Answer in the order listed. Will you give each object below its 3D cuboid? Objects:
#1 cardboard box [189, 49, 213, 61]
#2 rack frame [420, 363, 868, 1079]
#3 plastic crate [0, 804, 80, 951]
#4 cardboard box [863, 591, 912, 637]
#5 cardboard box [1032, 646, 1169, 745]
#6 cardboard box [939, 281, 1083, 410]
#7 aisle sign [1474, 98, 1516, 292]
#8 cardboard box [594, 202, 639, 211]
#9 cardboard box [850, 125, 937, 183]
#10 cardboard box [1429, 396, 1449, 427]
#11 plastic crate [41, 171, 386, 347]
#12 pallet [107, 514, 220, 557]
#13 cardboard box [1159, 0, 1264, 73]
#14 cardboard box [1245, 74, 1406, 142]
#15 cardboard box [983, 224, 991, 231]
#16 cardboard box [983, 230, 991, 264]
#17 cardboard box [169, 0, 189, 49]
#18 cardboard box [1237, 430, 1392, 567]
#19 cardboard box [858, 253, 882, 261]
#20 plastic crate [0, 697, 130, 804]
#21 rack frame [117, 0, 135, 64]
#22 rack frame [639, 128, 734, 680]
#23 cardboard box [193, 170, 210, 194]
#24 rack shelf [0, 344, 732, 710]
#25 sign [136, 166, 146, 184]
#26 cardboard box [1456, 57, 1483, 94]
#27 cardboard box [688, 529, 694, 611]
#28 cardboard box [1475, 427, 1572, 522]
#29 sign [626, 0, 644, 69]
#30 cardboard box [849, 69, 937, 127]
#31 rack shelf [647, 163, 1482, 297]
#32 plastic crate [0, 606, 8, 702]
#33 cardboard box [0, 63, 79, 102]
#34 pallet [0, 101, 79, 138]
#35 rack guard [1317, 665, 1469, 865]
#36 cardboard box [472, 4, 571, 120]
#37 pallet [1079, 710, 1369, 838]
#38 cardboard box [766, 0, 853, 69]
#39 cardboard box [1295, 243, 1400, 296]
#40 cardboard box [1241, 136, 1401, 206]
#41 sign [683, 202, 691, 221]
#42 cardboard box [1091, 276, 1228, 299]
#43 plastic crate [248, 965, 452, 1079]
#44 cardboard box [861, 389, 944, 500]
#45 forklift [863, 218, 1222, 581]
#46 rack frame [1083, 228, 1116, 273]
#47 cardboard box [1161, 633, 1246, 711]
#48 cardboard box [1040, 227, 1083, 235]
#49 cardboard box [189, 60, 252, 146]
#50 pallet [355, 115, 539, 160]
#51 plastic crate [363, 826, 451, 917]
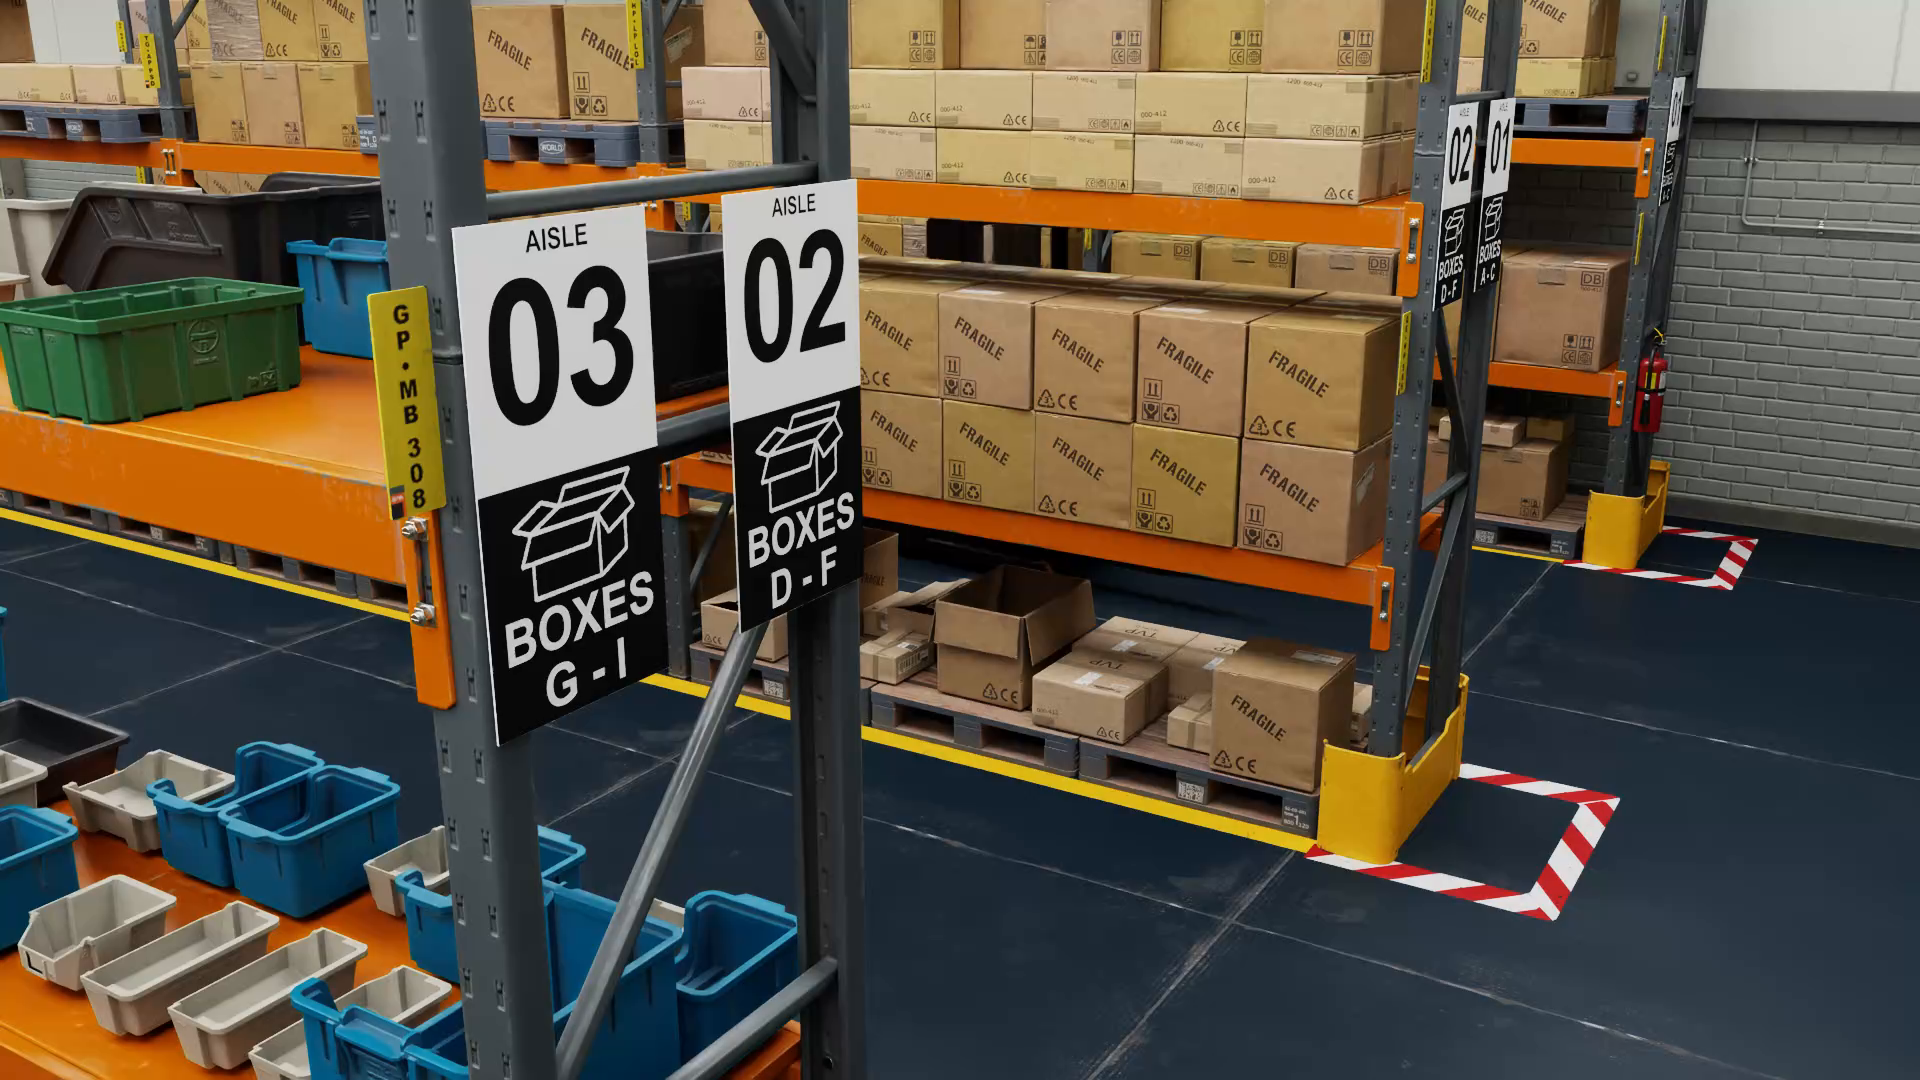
[{"bbox_3d":[-7.927,-5.047,17.967,0.500,0.500,0.500,11,20,33],"label":"cardboard box"},{"bbox_3d":[-0.516,1.052,3.257,0.127,3.000,1.000,10,20,30],"label":"rack frame"},{"bbox_3d":[-2.400,0.854,4.092,0.300,0.233,0.416,10,20,30],"label":"plastic crate"},{"bbox_3d":[-0.344,0.429,9.455,0.250,0.149,0.380,10,20,30],"label":"cardboard box"},{"bbox_3d":[0.694,0.757,8.201,0.500,0.250,0.500,10,20,30],"label":"cardboard box"},{"bbox_3d":[0.244,-0.933,7.898,0.500,0.500,0.500,11,20,32],"label":"cardboard box"},{"bbox_3d":[2.292,-1.481,7.122,0.004,0.787,0.394,10,20,30],"label":"aisle sign"},{"bbox_3d":[-3.044,-3.024,15.747,0.500,0.500,0.700,8,19,25],"label":"cardboard box"},{"bbox_3d":[-0.195,-1.857,7.932,0.500,0.250,0.500,10,20,30],"label":"cardboard box"},{"bbox_3d":[3.586,-0.944,12.291,0.250,0.149,0.380,10,20,31],"label":"cardboard box"},{"bbox_3d":[-1.674,-0.654,3.819,0.767,0.338,0.504,10,20,30],"label":"plastic crate"},{"bbox_3d":[-5.418,-0.192,12.149,1.213,0.211,1.003,10,20,30],"label":"pallet"},{"bbox_3d":[1.252,-2.307,7.262,0.500,0.500,0.700,10,20,30],"label":"cardboard box"},{"bbox_3d":[1.509,-1.792,6.857,0.500,0.250,0.500,10,20,30],"label":"cardboard box"},{"bbox_3d":[0.298,-2.657,13.457,0.500,0.250,0.500,11,20,31],"label":"cardboard box"},{"bbox_3d":[0.295,-2.293,13.550,0.500,0.500,0.500,10,20,31],"label":"cardboard box"},{"bbox_3d":[-8.363,-5.599,18.065,0.500,0.500,0.500,10,19,29],"label":"cardboard box"},{"bbox_3d":[1.556,-0.223,7.282,0.500,0.500,0.500,11,20,32],"label":"cardboard box"},{"bbox_3d":[-0.762,-1.296,9.095,0.500,0.500,0.500,10,20,30],"label":"cardboard box"},{"bbox_3d":[-2.830,0.650,4.950,0.590,0.125,0.437,10,20,30],"label":"plastic crate"},{"bbox_3d":[-8.965,-6.706,18.475,0.127,3.000,1.000,10,20,30],"label":"rack frame"},{"bbox_3d":[-1.329,-0.783,9.297,0.127,3.000,1.000,10,20,30],"label":"rack frame"},{"bbox_3d":[-8.299,-3.907,18.517,0.500,0.500,0.500,10,20,30],"label":"cardboard box"},{"bbox_3d":[-2.220,-0.343,3.927,4.000,0.370,1.077,10,20,30],"label":"rack shelf"},{"bbox_3d":[-9.249,-4.115,18.779,0.005,0.325,0.100,10,20,30],"label":"sign"},{"bbox_3d":[3.462,-3.139,11.255,0.500,0.250,0.500,9,19,28],"label":"cardboard box"},{"bbox_3d":[-1.899,0.199,9.610,0.500,0.500,0.500,10,20,30],"label":"cardboard box"},{"bbox_3d":[4.020,-0.488,11.906,0.500,0.500,0.700,10,20,30],"label":"cardboard box"},{"bbox_3d":[-1.616,-2.516,8.274,0.005,0.325,0.100,10,20,30],"label":"sign"},{"bbox_3d":[-0.197,-2.095,7.855,0.500,0.250,0.500,10,20,30],"label":"cardboard box"},{"bbox_3d":[0.376,-1.570,7.964,4.000,0.370,1.077,10,20,30],"label":"rack shelf"},{"bbox_3d":[-3.348,0.409,5.298,0.575,0.384,0.392,10,20,30],"label":"plastic crate"},{"bbox_3d":[-6.549,-3.258,11.821,0.500,0.250,0.500,8,19,25],"label":"cardboard box"},{"bbox_3d":[-6.317,-2.986,11.716,1.213,0.211,1.003,11,20,33],"label":"pallet"},{"bbox_3d":[2.015,1.010,7.695,0.348,0.500,1.175,10,20,30],"label":"rack guard"},{"bbox_3d":[-2.301,-2.705,9.399,0.600,0.600,0.600,10,19,29],"label":"cardboard box"},{"bbox_3d":[1.335,1.028,8.136,1.213,0.211,1.003,10,20,30],"label":"pallet"},{"bbox_3d":[-0.543,-2.569,8.123,0.500,0.500,0.700,10,20,30],"label":"cardboard box"},{"bbox_3d":[2.959,-1.846,12.283,0.700,0.700,0.980,9,19,27],"label":"cardboard box"},{"bbox_3d":[1.504,-1.551,6.922,0.500,0.250,0.500,10,20,30],"label":"cardboard box"},{"bbox_3d":[-2.424,-2.999,14.737,0.005,0.325,0.100,10,20,30],"label":"sign"},{"bbox_3d":[0.966,-0.988,8.082,0.500,0.500,0.500,10,20,31],"label":"cardboard box"},{"bbox_3d":[-1.305,1.070,3.548,0.243,0.136,0.396,10,20,30],"label":"plastic crate"},{"bbox_3d":[-0.174,-0.532,8.299,0.500,0.500,0.500,10,20,30],"label":"cardboard box"},{"bbox_3d":[0.590,-1.278,11.045,3.031,2.935,1.130,12,21,34],"label":"forklift"},{"bbox_3d":[1.261,-2.010,13.338,0.127,3.000,1.000,10,20,30],"label":"rack frame"},{"bbox_3d":[1.339,0.702,8.384,0.500,0.250,0.500,10,20,30],"label":"cardboard box"},{"bbox_3d":[0.729,-2.576,13.194,0.500,0.250,0.500,11,20,31],"label":"cardboard box"},{"bbox_3d":[-4.348,-2.816,10.659,0.500,0.500,0.910,10,20,30],"label":"cardboard box"},{"bbox_3d":[-2.733,-2.402,9.789,1.003,0.211,1.213,10,20,30],"label":"pallet"},{"bbox_3d":[-1.362,0.858,4.247,0.298,0.136,0.250,10,20,30],"label":"plastic crate"}]
